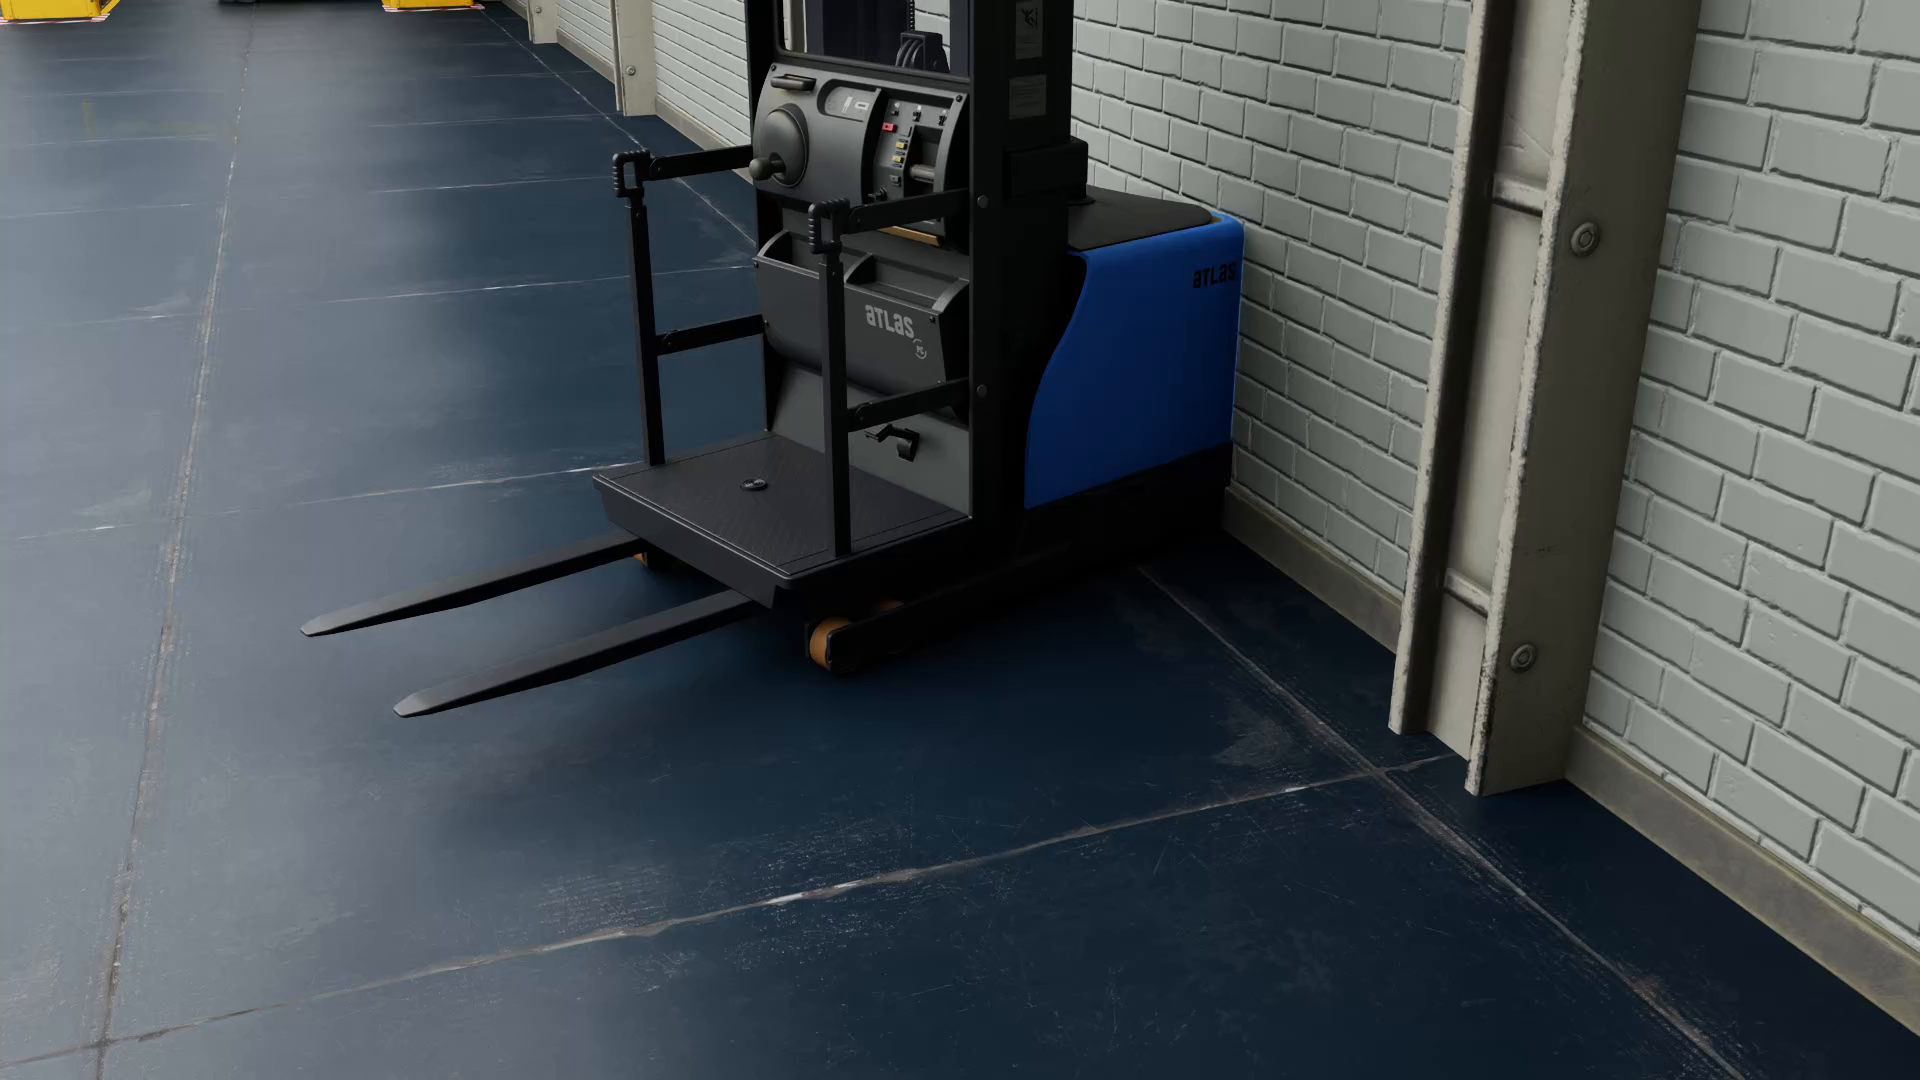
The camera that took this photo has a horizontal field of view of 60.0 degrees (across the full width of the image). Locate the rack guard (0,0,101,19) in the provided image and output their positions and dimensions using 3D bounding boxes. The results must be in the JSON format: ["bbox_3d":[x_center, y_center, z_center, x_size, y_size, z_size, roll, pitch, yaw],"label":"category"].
[{"bbox_3d":[-12.364,-7.361,22.572,1.175,0.500,0.348,-8,24,-19],"label":"rack guard"}]

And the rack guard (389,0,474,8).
[{"bbox_3d":[-7.686,-8.008,24.105,1.175,0.500,0.348,-8,24,-19],"label":"rack guard"}]

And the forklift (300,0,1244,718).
[{"bbox_3d":[-0.469,-1.191,4.802,3.031,2.935,1.130,-19,29,-37],"label":"forklift"}]

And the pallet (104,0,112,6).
[{"bbox_3d":[-13.045,-7.971,24.390,1.003,0.211,1.213,-8,24,-19],"label":"pallet"}]

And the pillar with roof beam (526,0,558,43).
[{"bbox_3d":[-9.005,-9.538,16.795,9.100,9.000,0.400,-8,24,-19],"label":"pillar with roof beam"}]

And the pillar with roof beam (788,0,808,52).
[{"bbox_3d":[-4.766,-5.178,6.450,9.100,9.000,0.400,-8,24,-19],"label":"pillar with roof beam"}]

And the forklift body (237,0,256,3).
[{"bbox_3d":[-10.071,-9.216,24.846,2.313,2.155,1.214,-8,24,-19],"label":"forklift body"}]

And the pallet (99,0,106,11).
[{"bbox_3d":[-12.617,-7.528,23.340,1.003,0.211,1.213,-8,24,-19],"label":"pallet"}]

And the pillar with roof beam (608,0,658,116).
[{"bbox_3d":[-6.885,-7.358,11.622,9.100,9.000,0.400,-8,24,-19],"label":"pillar with roof beam"}]

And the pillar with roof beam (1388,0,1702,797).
[{"bbox_3d":[-2.646,-2.998,1.277,9.100,9.000,0.400,-8,24,-19],"label":"pillar with roof beam"}]
